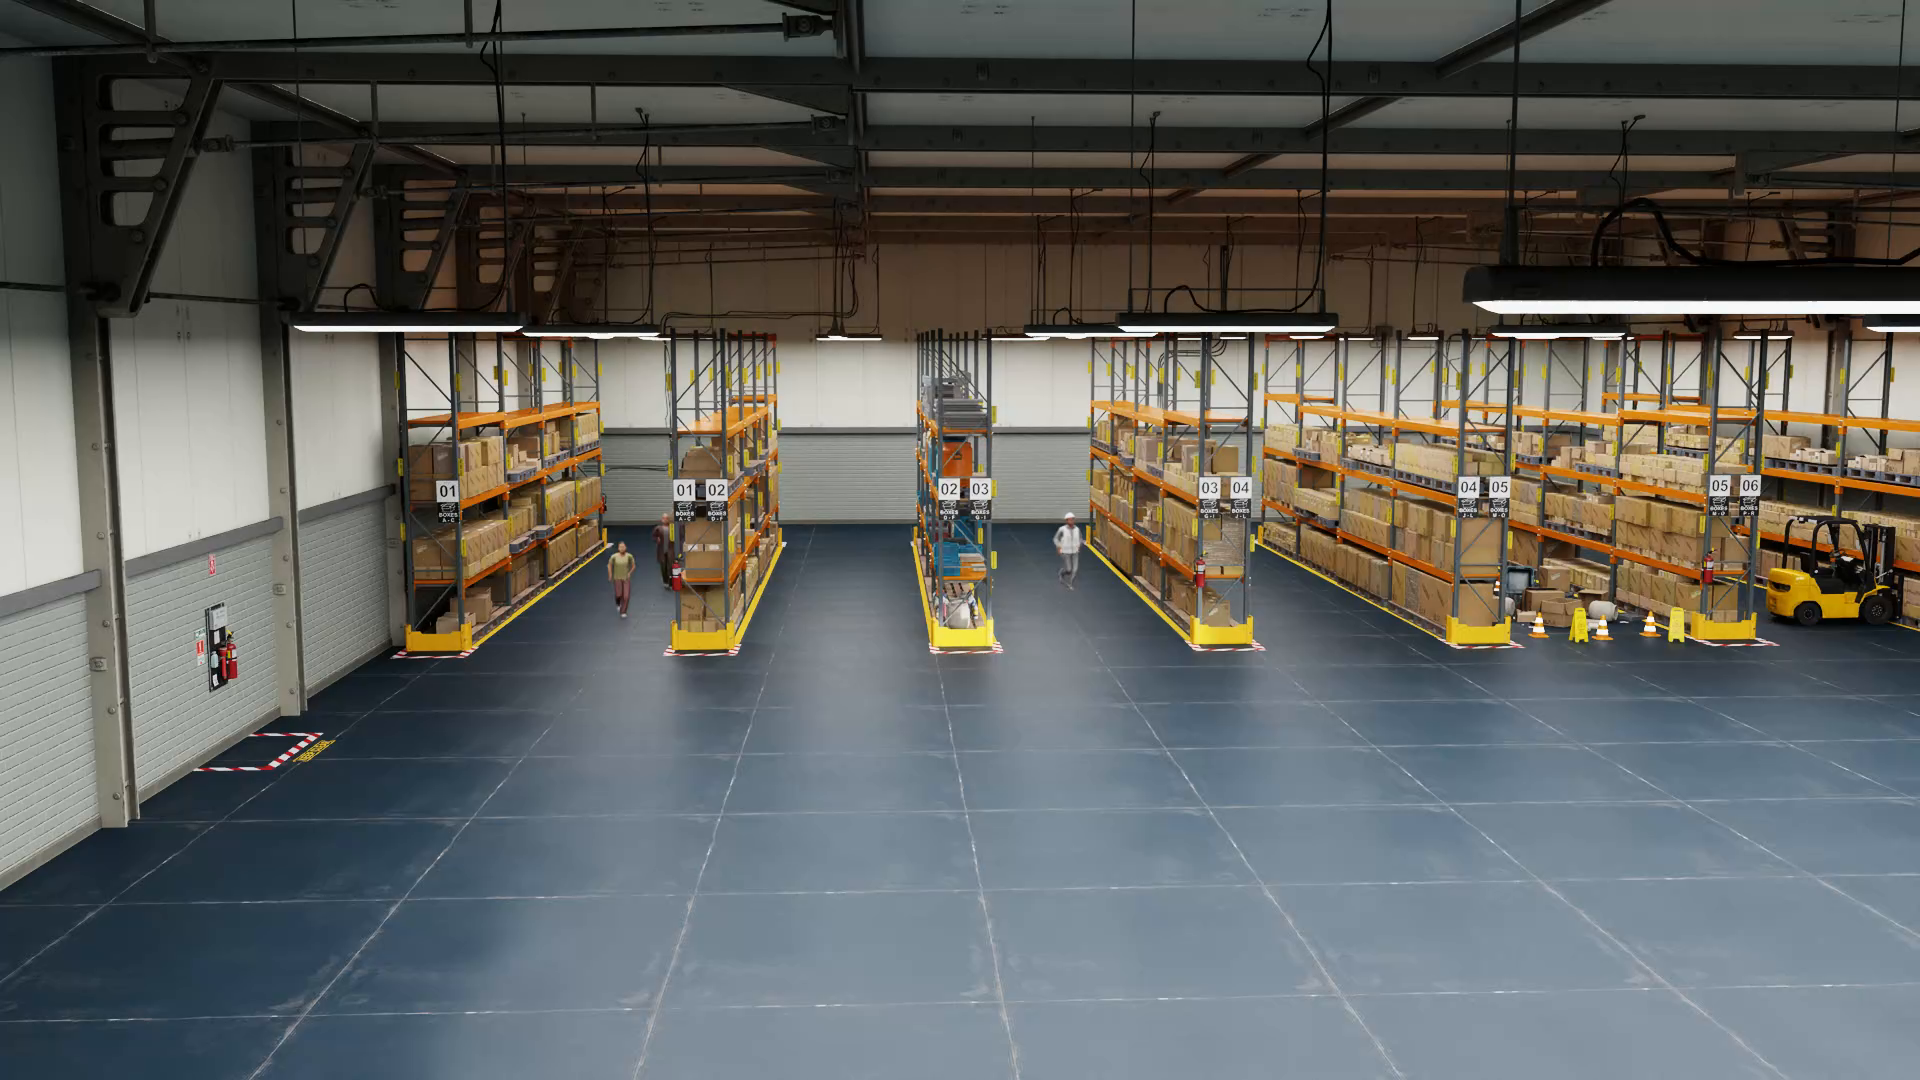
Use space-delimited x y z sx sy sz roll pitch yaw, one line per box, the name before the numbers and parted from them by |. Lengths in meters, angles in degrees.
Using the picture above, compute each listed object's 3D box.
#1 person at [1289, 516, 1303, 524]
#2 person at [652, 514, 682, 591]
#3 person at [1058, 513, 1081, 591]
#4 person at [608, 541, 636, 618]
person | 10.037 -0.954 49.582 0.753 1.799 0.666 -2 7 -19
person | -6.827 0.298 38.691 0.687 1.805 0.733 -1 7 -4
person | 2.390 0.266 36.606 0.545 1.730 0.581 -2 7 -16
person | -7.058 0.830 34.752 0.570 1.620 0.576 -2 7 -14
